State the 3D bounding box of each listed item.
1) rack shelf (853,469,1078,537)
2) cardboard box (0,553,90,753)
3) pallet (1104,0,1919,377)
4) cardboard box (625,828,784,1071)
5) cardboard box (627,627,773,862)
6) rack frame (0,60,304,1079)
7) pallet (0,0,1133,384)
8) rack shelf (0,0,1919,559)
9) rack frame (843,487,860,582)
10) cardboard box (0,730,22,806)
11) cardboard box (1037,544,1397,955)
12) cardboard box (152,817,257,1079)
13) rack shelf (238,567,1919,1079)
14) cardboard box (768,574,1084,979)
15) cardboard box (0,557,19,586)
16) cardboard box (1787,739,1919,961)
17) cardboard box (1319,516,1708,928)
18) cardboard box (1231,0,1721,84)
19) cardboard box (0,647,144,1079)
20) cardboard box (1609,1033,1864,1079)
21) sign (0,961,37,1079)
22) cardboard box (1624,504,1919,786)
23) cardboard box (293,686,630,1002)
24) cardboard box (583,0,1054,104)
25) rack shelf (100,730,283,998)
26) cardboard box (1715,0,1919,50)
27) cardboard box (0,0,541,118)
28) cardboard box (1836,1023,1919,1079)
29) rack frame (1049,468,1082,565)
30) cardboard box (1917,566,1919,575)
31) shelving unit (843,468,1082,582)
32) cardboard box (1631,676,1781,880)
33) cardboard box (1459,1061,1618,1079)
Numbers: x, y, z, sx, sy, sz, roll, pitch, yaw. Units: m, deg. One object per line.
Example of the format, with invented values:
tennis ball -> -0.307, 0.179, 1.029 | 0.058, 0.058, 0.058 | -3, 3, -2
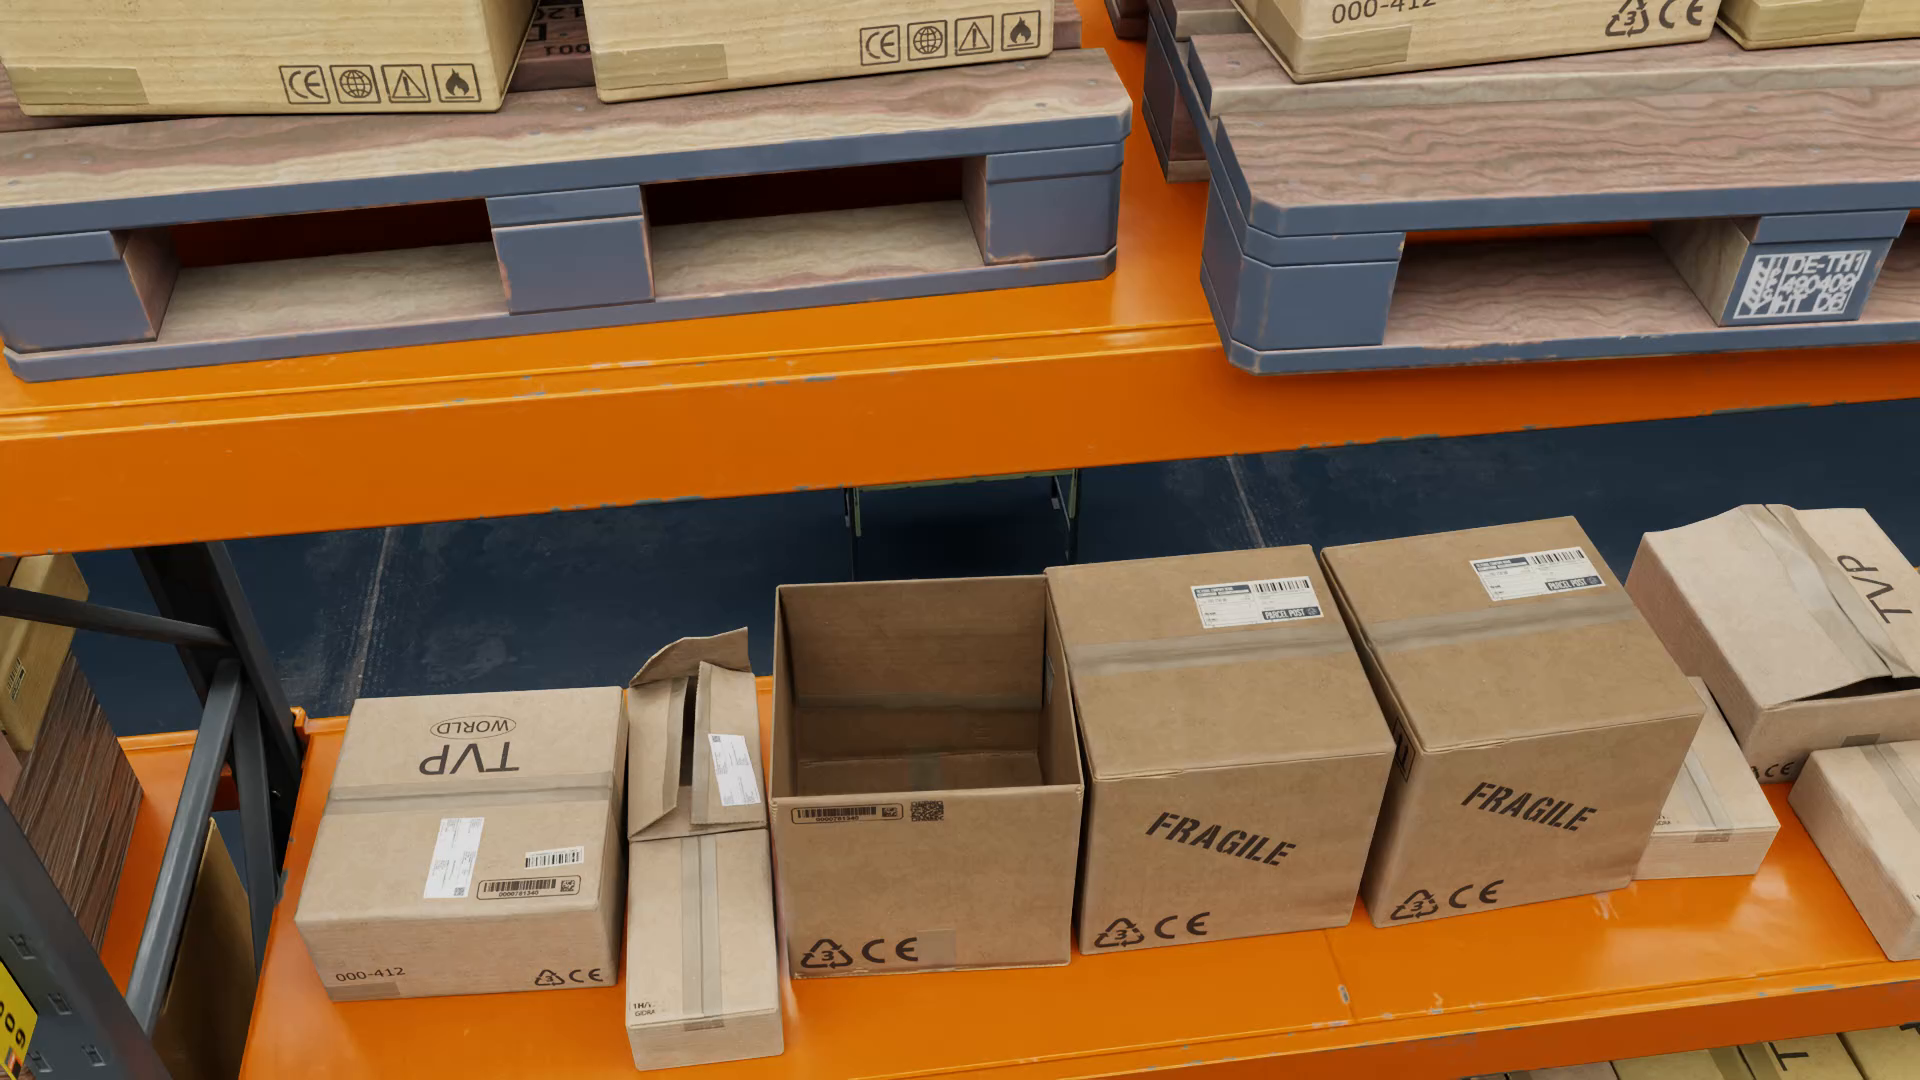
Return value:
rack shelf -> -0.007, -0.314, 5.465 | 0.720, 0.370, 0.431 | -5, 42, -6
cardboard box -> -1.644, 0.174, 2.758 | 0.250, 0.149, 0.380 | -5, 42, -6
pallet -> 0.844, -0.616, 2.095 | 1.213, 0.211, 1.003 | -3, 42, -4
cardboard box -> -0.447, 0.710, 2.911 | 0.250, 0.149, 0.380 | -5, 42, -6
cardboard box -> -0.504, 0.409, 3.157 | 0.258, 0.266, 0.396 | -6, 42, -7
rack frame -> -1.352, 0.558, 2.892 | 0.127, 3.000, 1.000 | -5, 42, -6
pallet -> -0.479, -0.570, 2.046 | 1.217, 0.209, 0.805 | -7, 42, -7
rack shelf -> 0.631, -0.463, 2.321 | 4.000, 0.370, 1.077 | -5, 42, -6
rack frame -> -0.370, -0.525, 5.212 | 0.023, 1.500, 0.400 | -5, 42, -6
cardboard box -> -1.594, 0.446, 2.457 | 0.250, 0.149, 0.380 | -5, 42, -6
cardboard box -> 0.431, 0.375, 3.020 | 0.500, 0.500, 0.500 | -5, 42, -5
cardboard box -> -1.852, 0.977, 3.607 | 0.500, 0.500, 0.500 | -5, 42, -6
rack shelf -> 0.631, 0.651, 3.326 | 4.000, 0.370, 1.077 | -5, 42, -6
cardboard box -> -0.066, 0.419, 2.971 | 0.500, 0.500, 0.500 | -2, 42, -2
cardboard box -> -1.791, 0.082, 2.377 | 0.500, 0.500, 0.700 | -5, 42, -5
cardboard box -> 1.758, 0.565, 3.071 | 0.250, 0.149, 0.380 | -5, 42, -6
cardboard box -> 0.953, 0.330, 3.070 | 0.500, 0.500, 0.500 | -7, 43, -8
cardboard box -> 0.552, -0.782, 1.936 | 0.500, 0.250, 0.500 | -8, 43, -9
cardboard box -> -1.791, 0.563, 2.811 | 0.500, 0.500, 0.700 | -6, 42, -7
cardboard box -> 1.612, 1.126, 3.583 | 0.500, 0.311, 0.500 | -6, 42, -6
sign -> -1.279, 0.575, 2.167 | 0.005, 0.325, 0.100 | -5, 42, -6
cardboard box -> 1.702, 0.192, 3.364 | 0.500, 0.311, 0.500 | -5, 42, -6
cardboard box -> -0.869, 0.542, 3.022 | 0.500, 0.250, 0.500 | -3, 42, -3
cardboard box -> -0.196, -0.753, 1.904 | 0.500, 0.250, 0.500 | -9, 43, -10
rack shelf -> -3.335, 0.999, 2.941 | 4.000, 0.370, 1.077 | -5, 42, -6
cardboard box -> 1.086, -0.827, 1.987 | 0.500, 0.250, 0.500 | -6, 42, -6
cardboard box -> -0.740, -0.704, 1.849 | 0.500, 0.250, 0.500 | -1, 42, -1
cardboard box -> 2.127, 1.076, 3.638 | 0.500, 0.311, 0.500 | -4, 42, -4
rack frame -> 0.356, -0.588, 5.282 | 0.023, 1.500, 0.400 | -5, 42, -6
cardboard box -> 2.248, 0.246, 3.304 | 0.500, 0.311, 0.500 | -3, 42, -3
shelving unit -> -0.007, -0.556, 5.247 | 0.755, 1.500, 0.431 | -5, 42, -6
cardboard box -> 1.357, 0.452, 3.197 | 0.250, 0.149, 0.380 | -2, 42, -2
cardboard box -> 1.111, 1.168, 3.537 | 0.500, 0.311, 0.500 | -5, 42, -6
